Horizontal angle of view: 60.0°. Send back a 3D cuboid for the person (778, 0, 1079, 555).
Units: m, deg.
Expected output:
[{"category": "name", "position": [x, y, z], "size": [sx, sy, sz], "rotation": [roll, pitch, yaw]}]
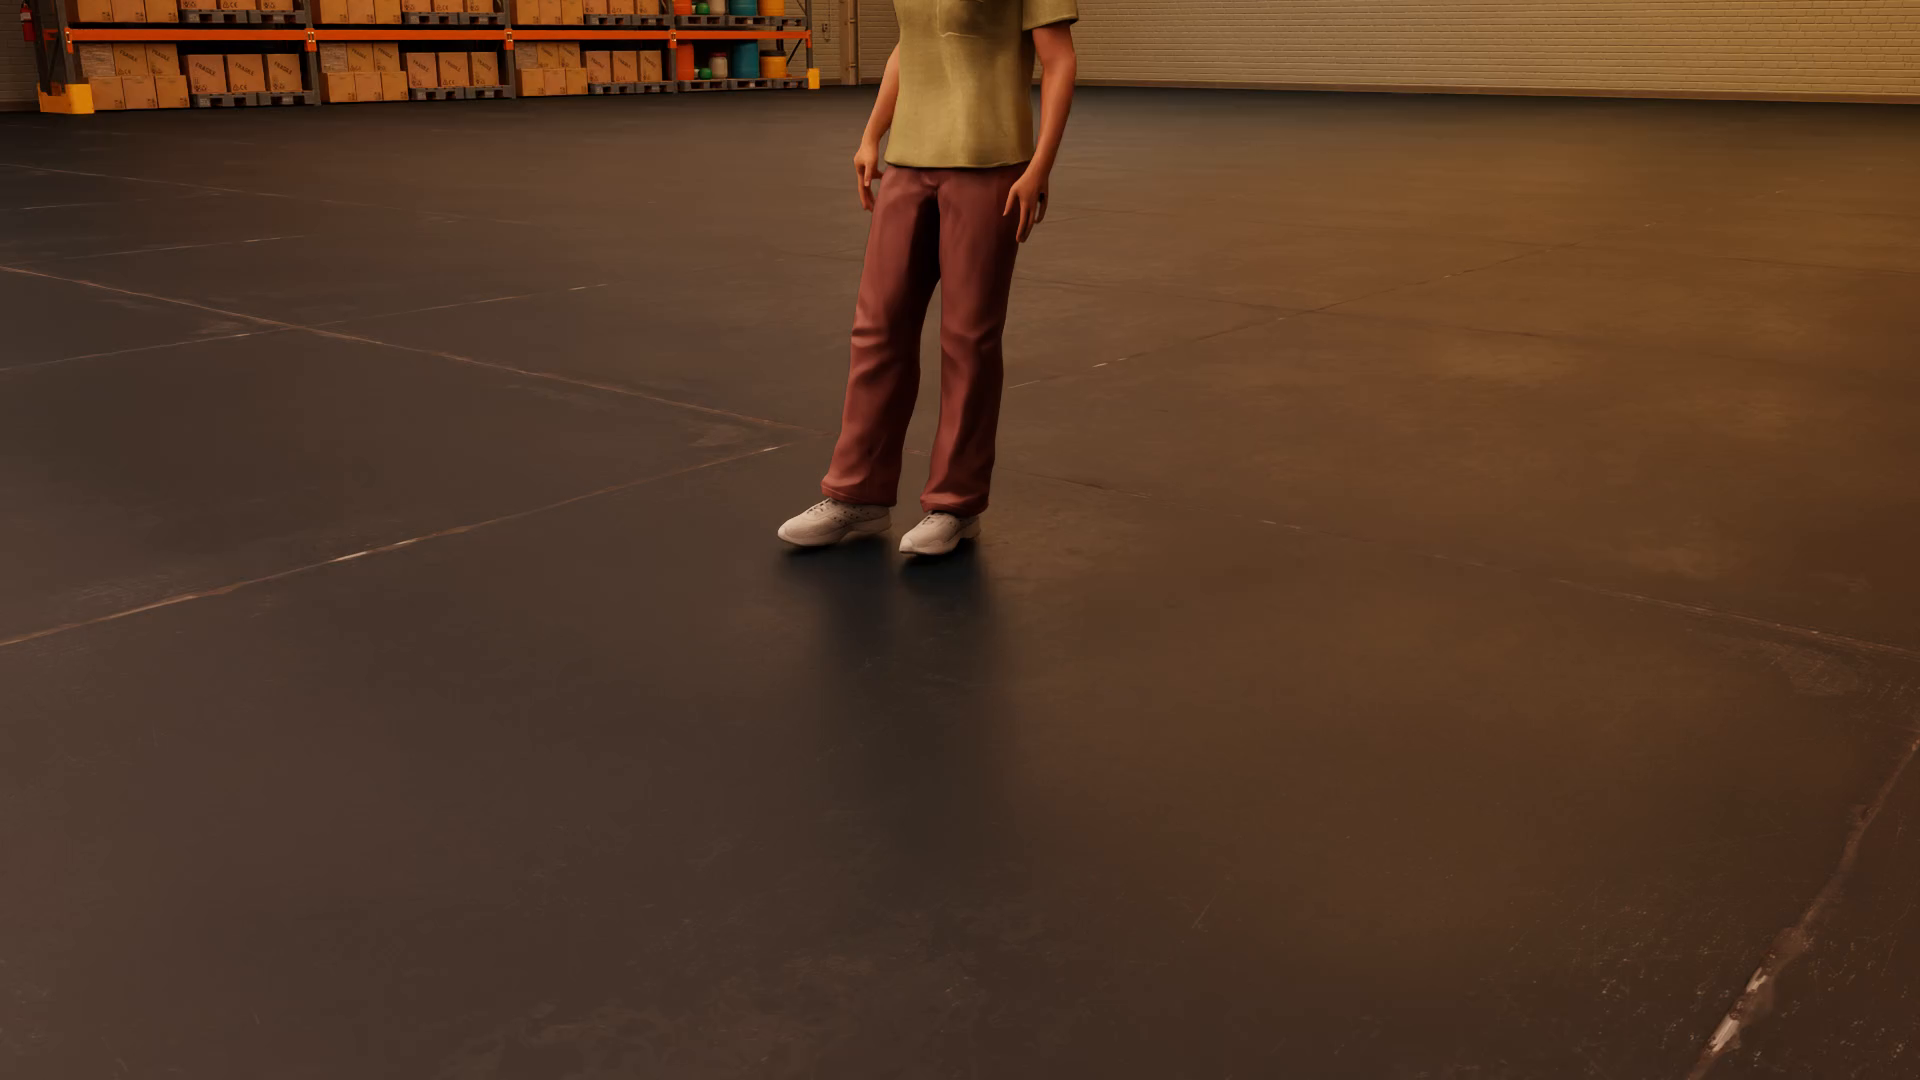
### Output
[{"category": "person", "position": [-0.056, -0.794, 3.649], "size": [0.553, 1.673, 0.548], "rotation": [13, 21, 37]}]
